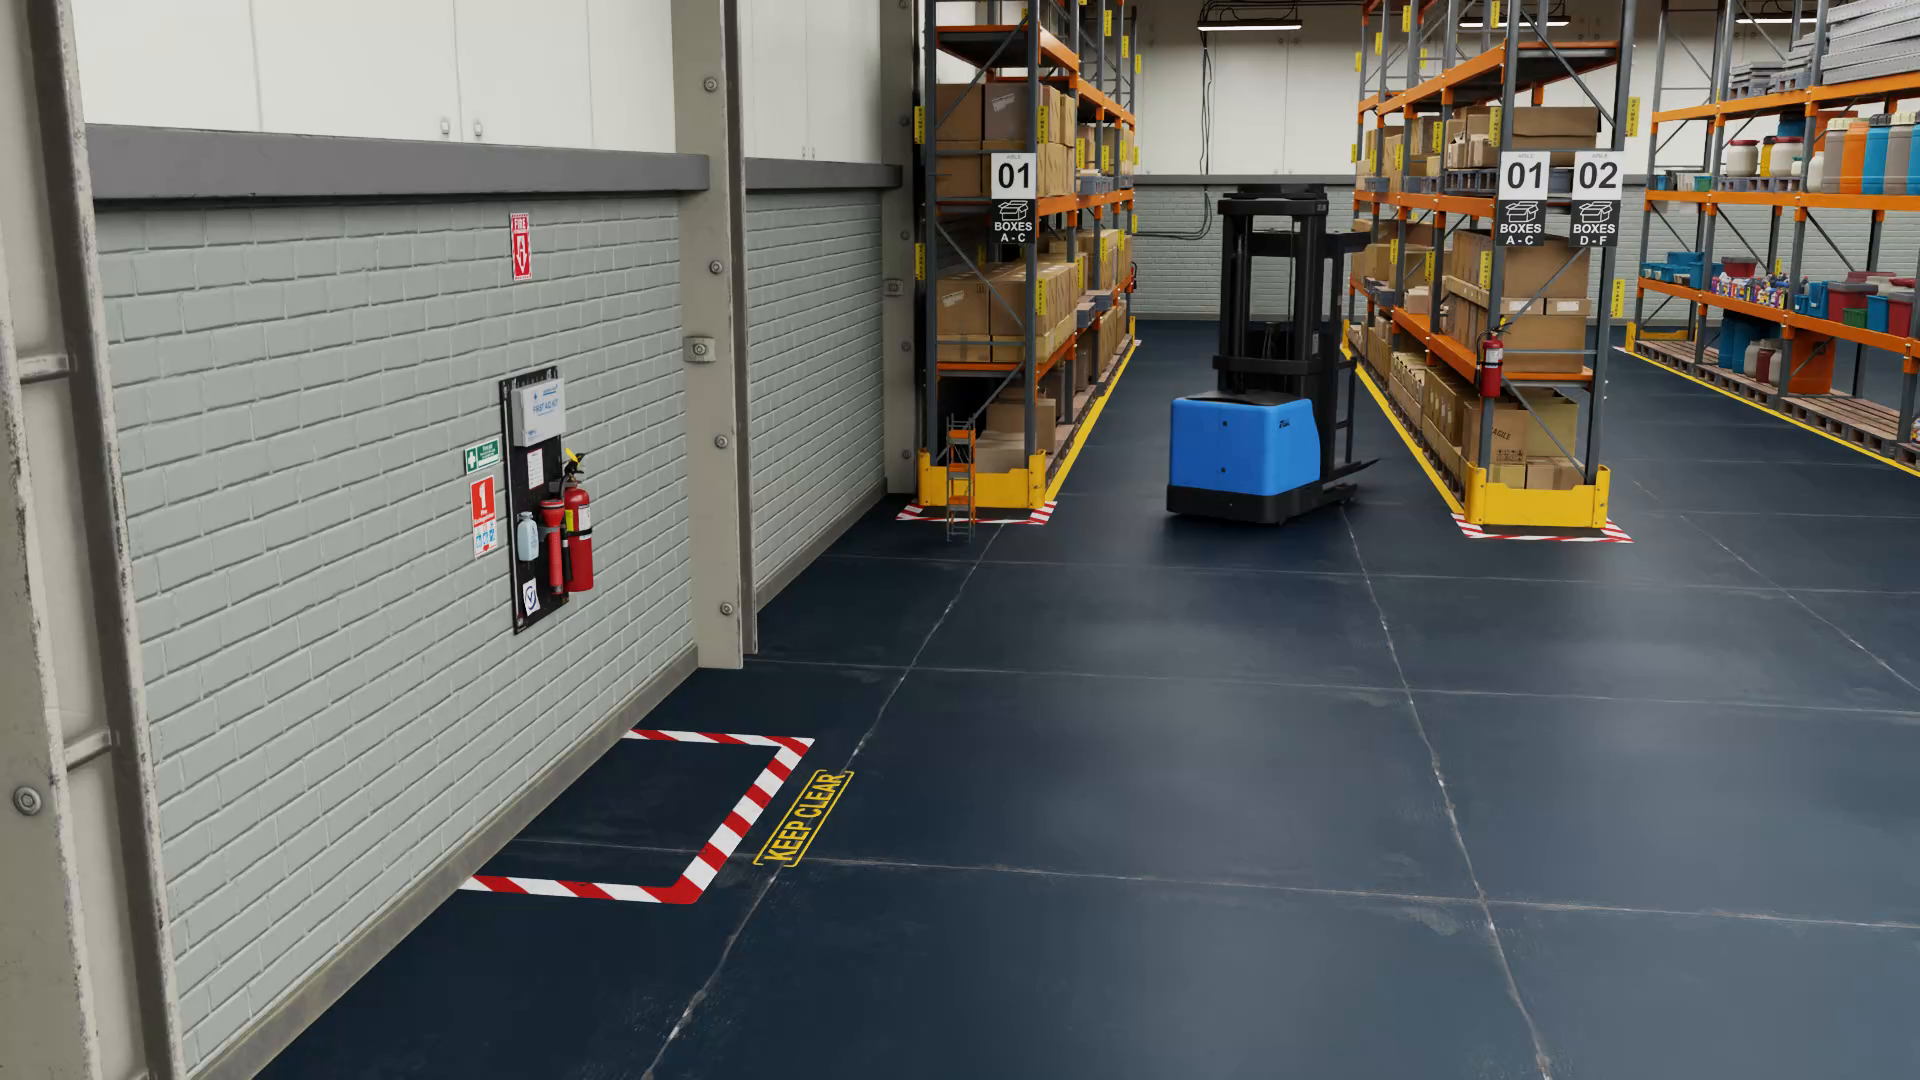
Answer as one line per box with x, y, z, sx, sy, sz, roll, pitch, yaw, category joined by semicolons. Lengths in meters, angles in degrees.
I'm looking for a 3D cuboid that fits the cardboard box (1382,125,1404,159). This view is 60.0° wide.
6.968;-6.234;26.070;0.700;0.500;0.500;2;12;9;cardboard box

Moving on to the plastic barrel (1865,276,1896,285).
11.263;-2.967;20.377;0.421;0.512;0.421;0;12;0;plastic barrel

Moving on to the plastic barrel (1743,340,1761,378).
11.440;-2.581;23.757;0.421;0.512;0.421;0;12;0;plastic barrel

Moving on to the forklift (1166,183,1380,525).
3.099;-1.820;15.483;1.130;2.935;3.031;8;15;34;forklift

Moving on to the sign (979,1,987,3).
0.256;-6.106;18.371;0.100;0.325;0.005;2;12;9;sign

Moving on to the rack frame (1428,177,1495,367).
5.701;-2.462;18.299;1.000;3.000;0.127;2;12;9;rack frame

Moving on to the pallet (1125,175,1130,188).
2.362;-6.134;28.425;1.003;0.211;1.213;2;12;9;pallet

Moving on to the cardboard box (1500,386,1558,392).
5.621;-1.274;16.535;0.500;0.500;0.500;2;12;9;cardboard box

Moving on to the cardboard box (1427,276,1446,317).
6.074;-2.994;20.529;0.500;0.500;0.500;1;12;6;cardboard box

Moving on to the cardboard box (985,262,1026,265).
0.527;-2.834;18.552;0.500;0.500;0.500;2;12;7;cardboard box

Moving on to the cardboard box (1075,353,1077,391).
1.167;-2.193;21.937;0.700;0.500;0.500;2;12;9;cardboard box

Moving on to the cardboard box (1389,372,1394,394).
5.945;-2.057;21.946;0.500;0.250;0.500;2;12;8;cardboard box

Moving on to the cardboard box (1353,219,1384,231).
7.218;-5.414;29.385;0.500;0.500;0.500;2;12;10;cardboard box

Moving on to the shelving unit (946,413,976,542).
0.008;-0.524;13.934;0.215;1.050;0.252;2;12;9;shelving unit

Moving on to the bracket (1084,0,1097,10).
2.498;-10.305;31.904;0.235;0.232;0.430;2;12;9;bracket

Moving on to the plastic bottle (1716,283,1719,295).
11.327;-3.754;24.766;0.097;0.201;0.097;0;12;0;plastic bottle

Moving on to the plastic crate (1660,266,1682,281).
11.874;-4.432;27.692;0.416;0.233;0.300;2;12;9;plastic crate

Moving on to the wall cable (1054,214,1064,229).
1.913;-5.914;31.903;0.084;1.984;1.851;2;12;9;wall cable

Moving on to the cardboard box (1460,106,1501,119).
5.835;-4.554;18.465;0.500;0.500;0.500;2;12;9;cardboard box

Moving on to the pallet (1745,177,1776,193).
11.629;-4.938;23.114;1.003;0.211;1.213;2;12;9;pallet

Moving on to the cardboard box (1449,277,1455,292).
5.430;-2.726;17.747;0.380;0.149;0.250;2;12;9;cardboard box

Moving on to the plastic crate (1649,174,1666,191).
12.106;-6.130;28.510;0.497;0.269;0.590;2;12;9;plastic crate

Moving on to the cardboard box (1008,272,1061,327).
0.732;-2.392;16.501;0.500;0.500;0.500;1;12;7;cardboard box

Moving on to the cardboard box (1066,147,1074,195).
0.972;-4.033;18.184;0.500;0.500;0.500;2;12;10;cardboard box

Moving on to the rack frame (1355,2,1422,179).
7.546;-7.893;29.258;1.000;3.000;0.127;2;12;9;rack frame

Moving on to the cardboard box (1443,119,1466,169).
5.363;-4.155;17.467;0.500;0.500;0.500;3;13;13;cardboard box

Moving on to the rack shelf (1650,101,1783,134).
12.133;-6.768;26.696;1.077;0.370;4.000;2;12;9;rack shelf

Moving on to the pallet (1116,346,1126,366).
2.230;-3.080;27.784;1.003;0.211;1.213;2;12;9;pallet

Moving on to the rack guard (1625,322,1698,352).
12.431;-3.583;29.430;1.175;0.500;0.348;2;12;9;rack guard

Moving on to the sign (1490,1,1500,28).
6.865;-6.744;21.336;0.100;0.325;0.005;2;12;9;sign

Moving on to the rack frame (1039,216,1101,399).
1.421;-3.455;22.904;1.000;3.000;0.127;2;12;9;rack frame

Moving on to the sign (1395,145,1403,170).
5.780;-5.032;21.876;0.100;0.325;0.005;2;12;9;sign

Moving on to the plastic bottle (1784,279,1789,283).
11.950;-3.632;24.022;0.152;0.276;0.135;2;12;9;plastic bottle

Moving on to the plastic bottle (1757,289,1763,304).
11.027;-3.348;22.880;0.097;0.201;0.097;0;12;0;plastic bottle

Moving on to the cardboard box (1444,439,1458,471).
5.016;-0.821;16.211;0.500;0.250;0.500;2;12;9;cardboard box

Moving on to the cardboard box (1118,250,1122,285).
2.135;-4.546;27.257;0.980;0.700;0.700;2;12;10;cardboard box

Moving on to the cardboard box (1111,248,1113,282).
2.060;-4.176;25.262;0.500;0.500;0.500;2;12;9;cardboard box

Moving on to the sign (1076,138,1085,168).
1.343;-4.325;18.596;0.100;0.325;0.005;2;12;9;sign

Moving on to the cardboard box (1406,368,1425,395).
5.633;-1.904;19.905;0.500;0.311;0.500;2;12;8;cardboard box

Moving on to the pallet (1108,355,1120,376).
1.992;-2.761;26.305;1.003;0.211;1.213;2;12;9;pallet

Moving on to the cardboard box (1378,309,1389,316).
7.706;-3.832;29.545;0.500;0.500;0.500;2;12;9;cardboard box

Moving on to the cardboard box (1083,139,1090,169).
1.437;-5.286;22.999;0.700;0.500;0.500;1;12;4;cardboard box

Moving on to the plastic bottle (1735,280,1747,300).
11.199;-3.581;23.783;0.152;0.276;0.135;2;12;9;plastic bottle

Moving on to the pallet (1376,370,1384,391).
6.658;-2.339;24.347;1.003;0.211;1.213;2;12;9;pallet

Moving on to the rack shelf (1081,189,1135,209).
2.343;-5.818;28.459;1.077;0.370;4.000;2;12;9;rack shelf

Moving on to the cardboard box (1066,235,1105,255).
1.750;-4.118;23.208;0.500;0.250;0.500;2;12;10;cardboard box

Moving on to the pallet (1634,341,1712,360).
12.275;-3.266;28.645;1.003;0.211;1.213;2;12;9;pallet

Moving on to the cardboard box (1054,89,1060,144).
0.684;-4.085;16.052;0.500;0.500;0.500;2;12;10;cardboard box

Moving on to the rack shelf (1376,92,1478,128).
6.624;-6.097;23.580;1.077;0.370;4.000;2;12;9;rack shelf

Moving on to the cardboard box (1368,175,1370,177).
6.830;-5.734;26.717;0.500;0.250;0.500;2;12;9;cardboard box

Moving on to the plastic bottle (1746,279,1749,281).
11.385;-3.624;23.984;0.152;0.276;0.135;2;12;9;plastic bottle

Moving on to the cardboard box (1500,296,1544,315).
4.956;-2.081;14.754;0.380;0.149;0.250;2;12;8;cardboard box
